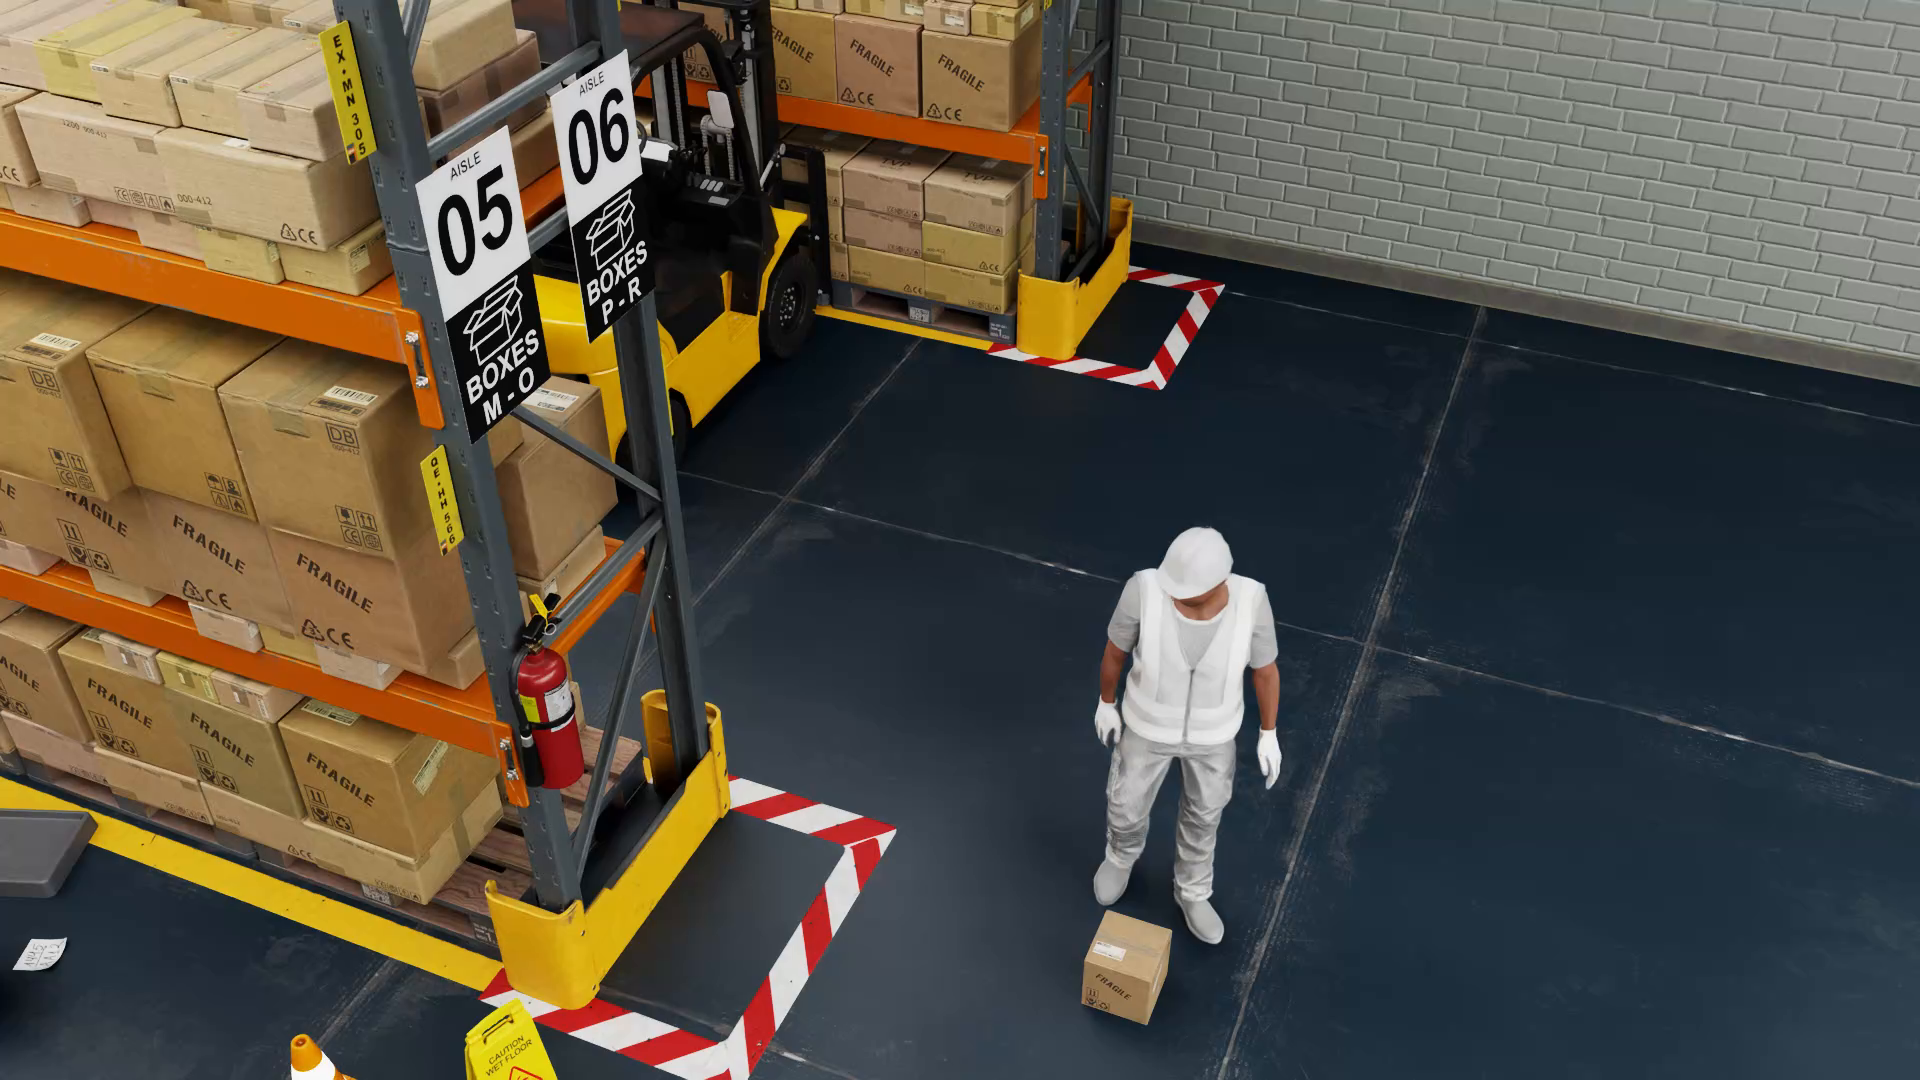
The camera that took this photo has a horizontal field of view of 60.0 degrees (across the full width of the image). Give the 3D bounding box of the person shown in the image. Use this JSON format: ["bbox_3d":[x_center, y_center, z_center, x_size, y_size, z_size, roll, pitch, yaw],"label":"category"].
[{"bbox_3d":[0.808,0.689,5.894,0.651,1.804,0.461,1,37,1],"label":"person"}]
